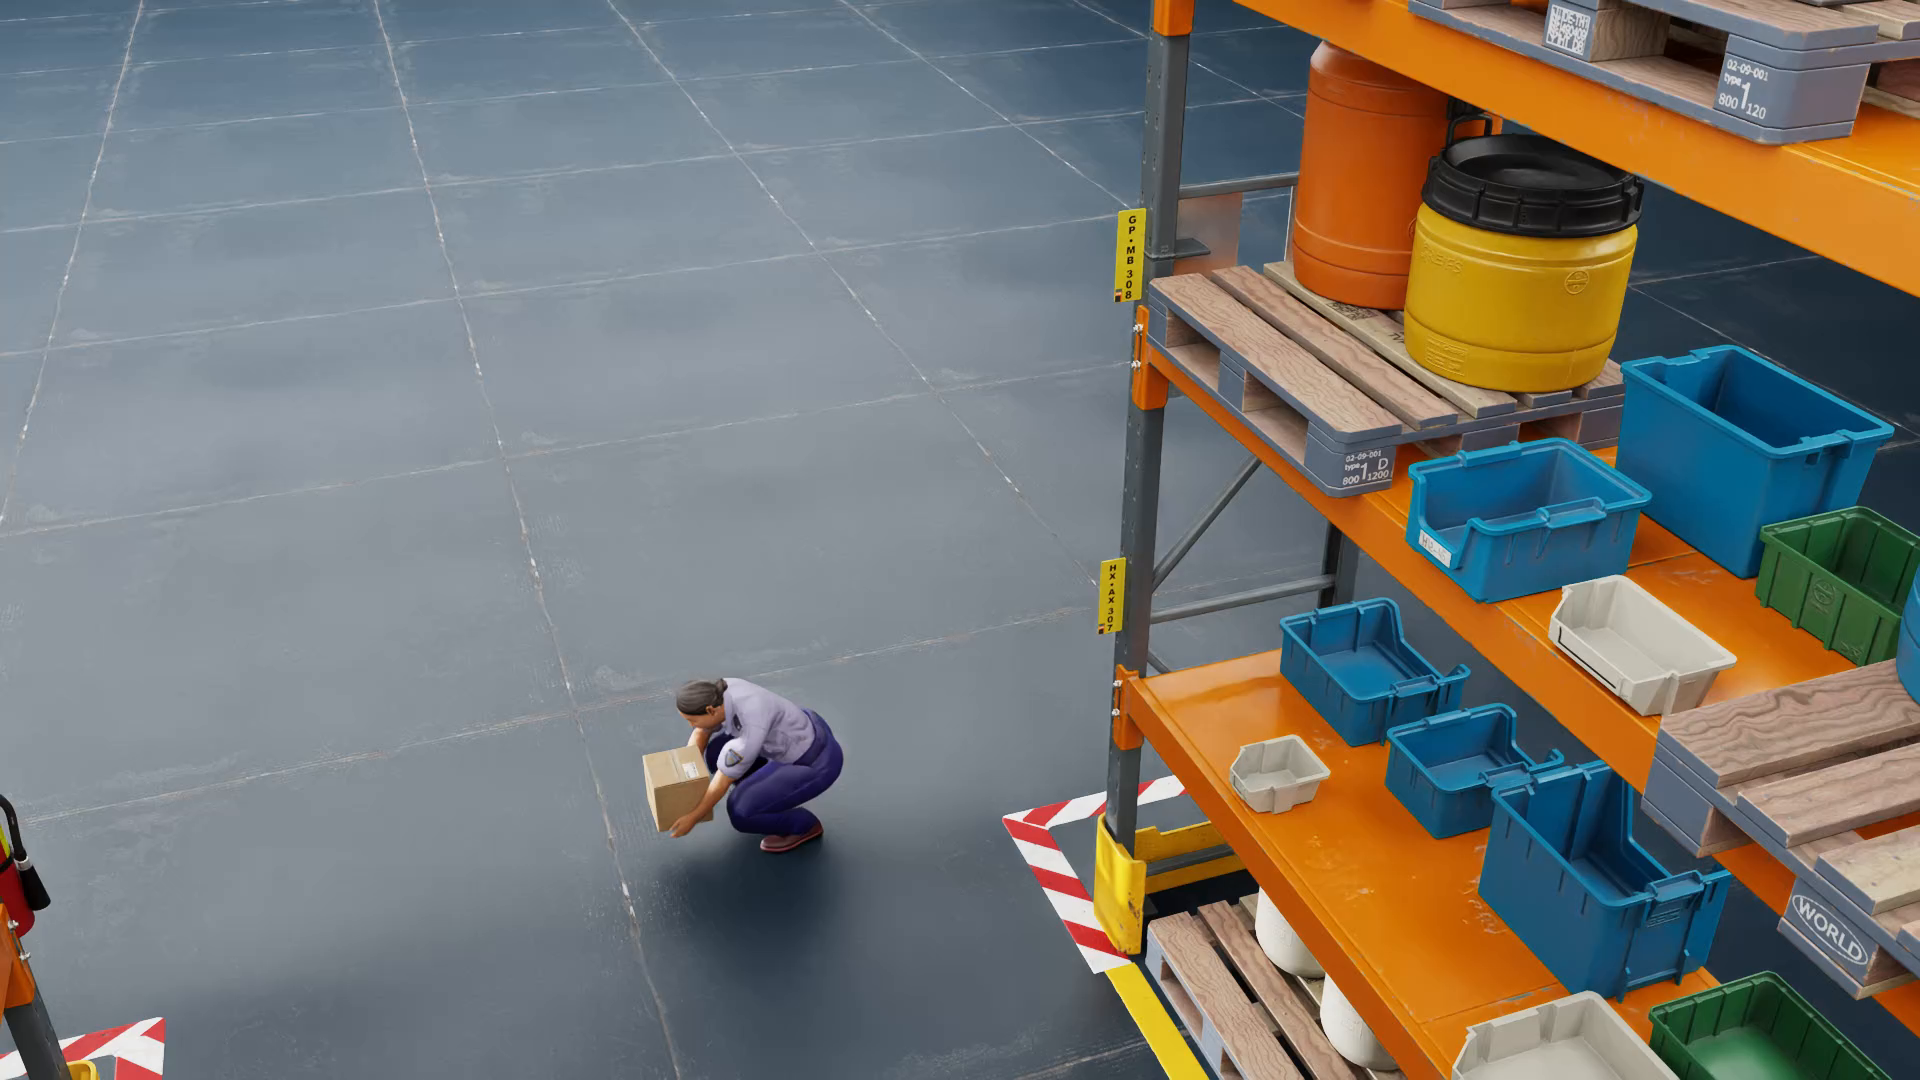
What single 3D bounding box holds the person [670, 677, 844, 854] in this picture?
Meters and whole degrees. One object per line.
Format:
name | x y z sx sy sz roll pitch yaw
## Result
person | -0.941 0.945 7.452 0.823 0.928 0.525 -10 32 -17
